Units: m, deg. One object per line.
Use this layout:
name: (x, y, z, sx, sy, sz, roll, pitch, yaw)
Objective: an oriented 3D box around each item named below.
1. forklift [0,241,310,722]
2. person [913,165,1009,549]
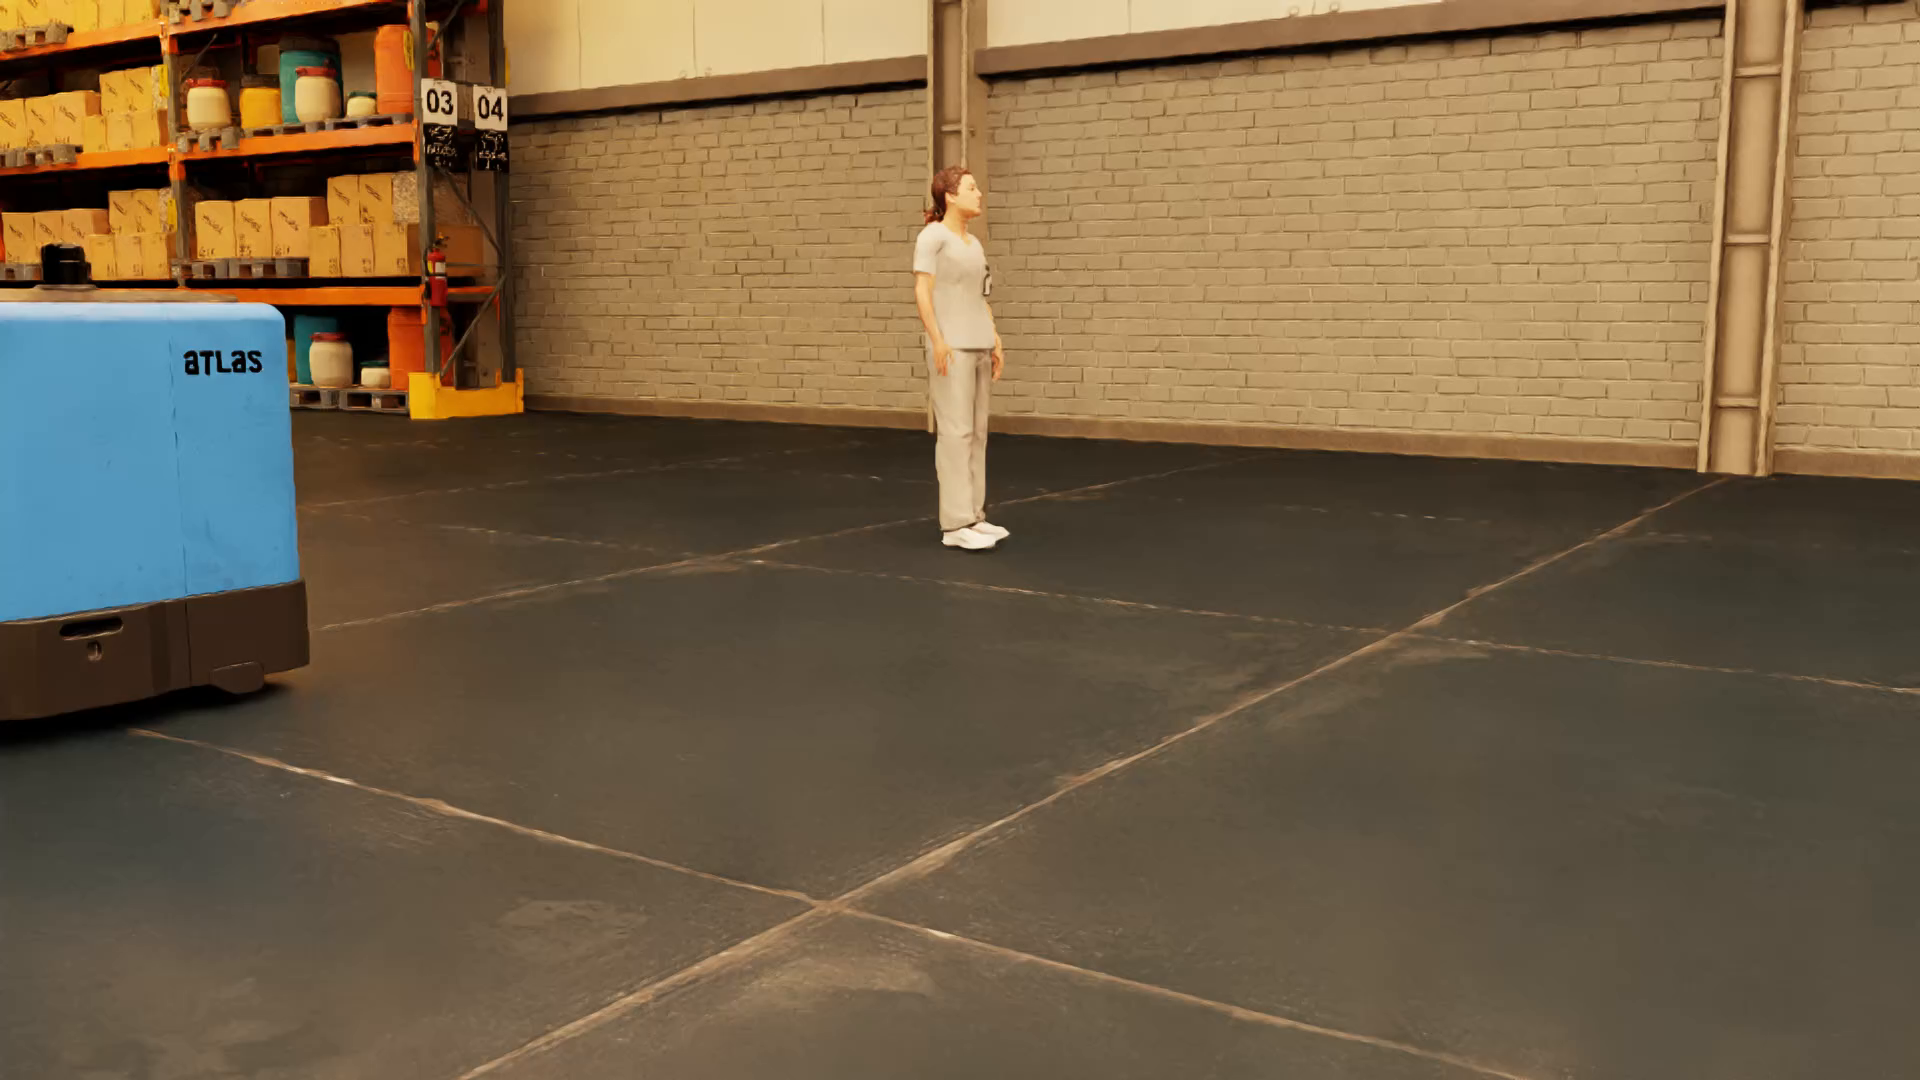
forklift: (-3.140, -0.915, 3.624, 1.130, 2.935, 3.031, 7, 10, 39)
person: (0.054, -0.829, 7.433, 0.548, 1.674, 0.550, 5, 10, 34)
